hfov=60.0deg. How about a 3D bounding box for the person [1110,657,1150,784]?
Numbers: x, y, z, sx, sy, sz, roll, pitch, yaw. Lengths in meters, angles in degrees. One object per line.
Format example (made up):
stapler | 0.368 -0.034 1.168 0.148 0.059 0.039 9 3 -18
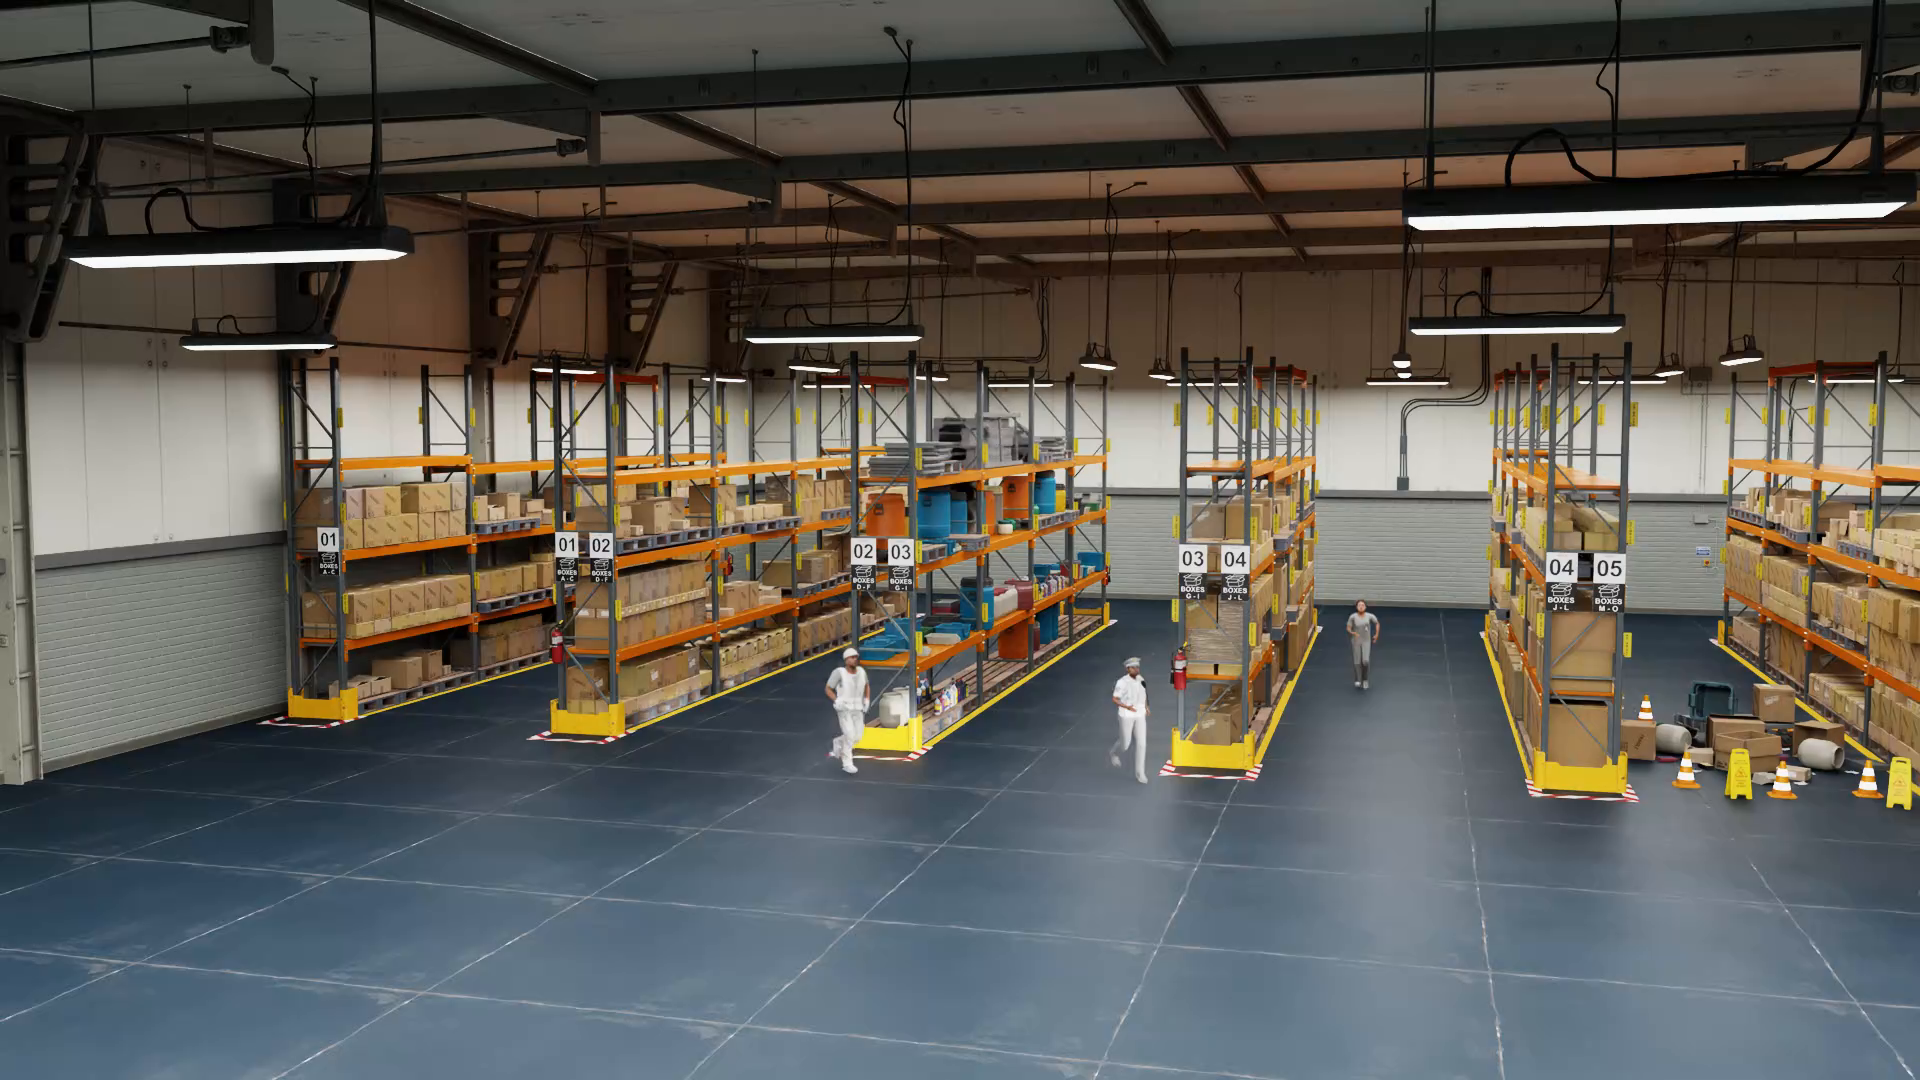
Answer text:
person | 2.380 2.470 23.153 0.595 1.716 0.890 -2 5 -23

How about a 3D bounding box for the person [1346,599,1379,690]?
person | 7.416 1.932 30.656 0.583 1.683 0.676 1 4 15

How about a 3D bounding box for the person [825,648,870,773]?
person | -1.605 2.406 23.758 0.726 1.745 0.695 -3 5 -37
